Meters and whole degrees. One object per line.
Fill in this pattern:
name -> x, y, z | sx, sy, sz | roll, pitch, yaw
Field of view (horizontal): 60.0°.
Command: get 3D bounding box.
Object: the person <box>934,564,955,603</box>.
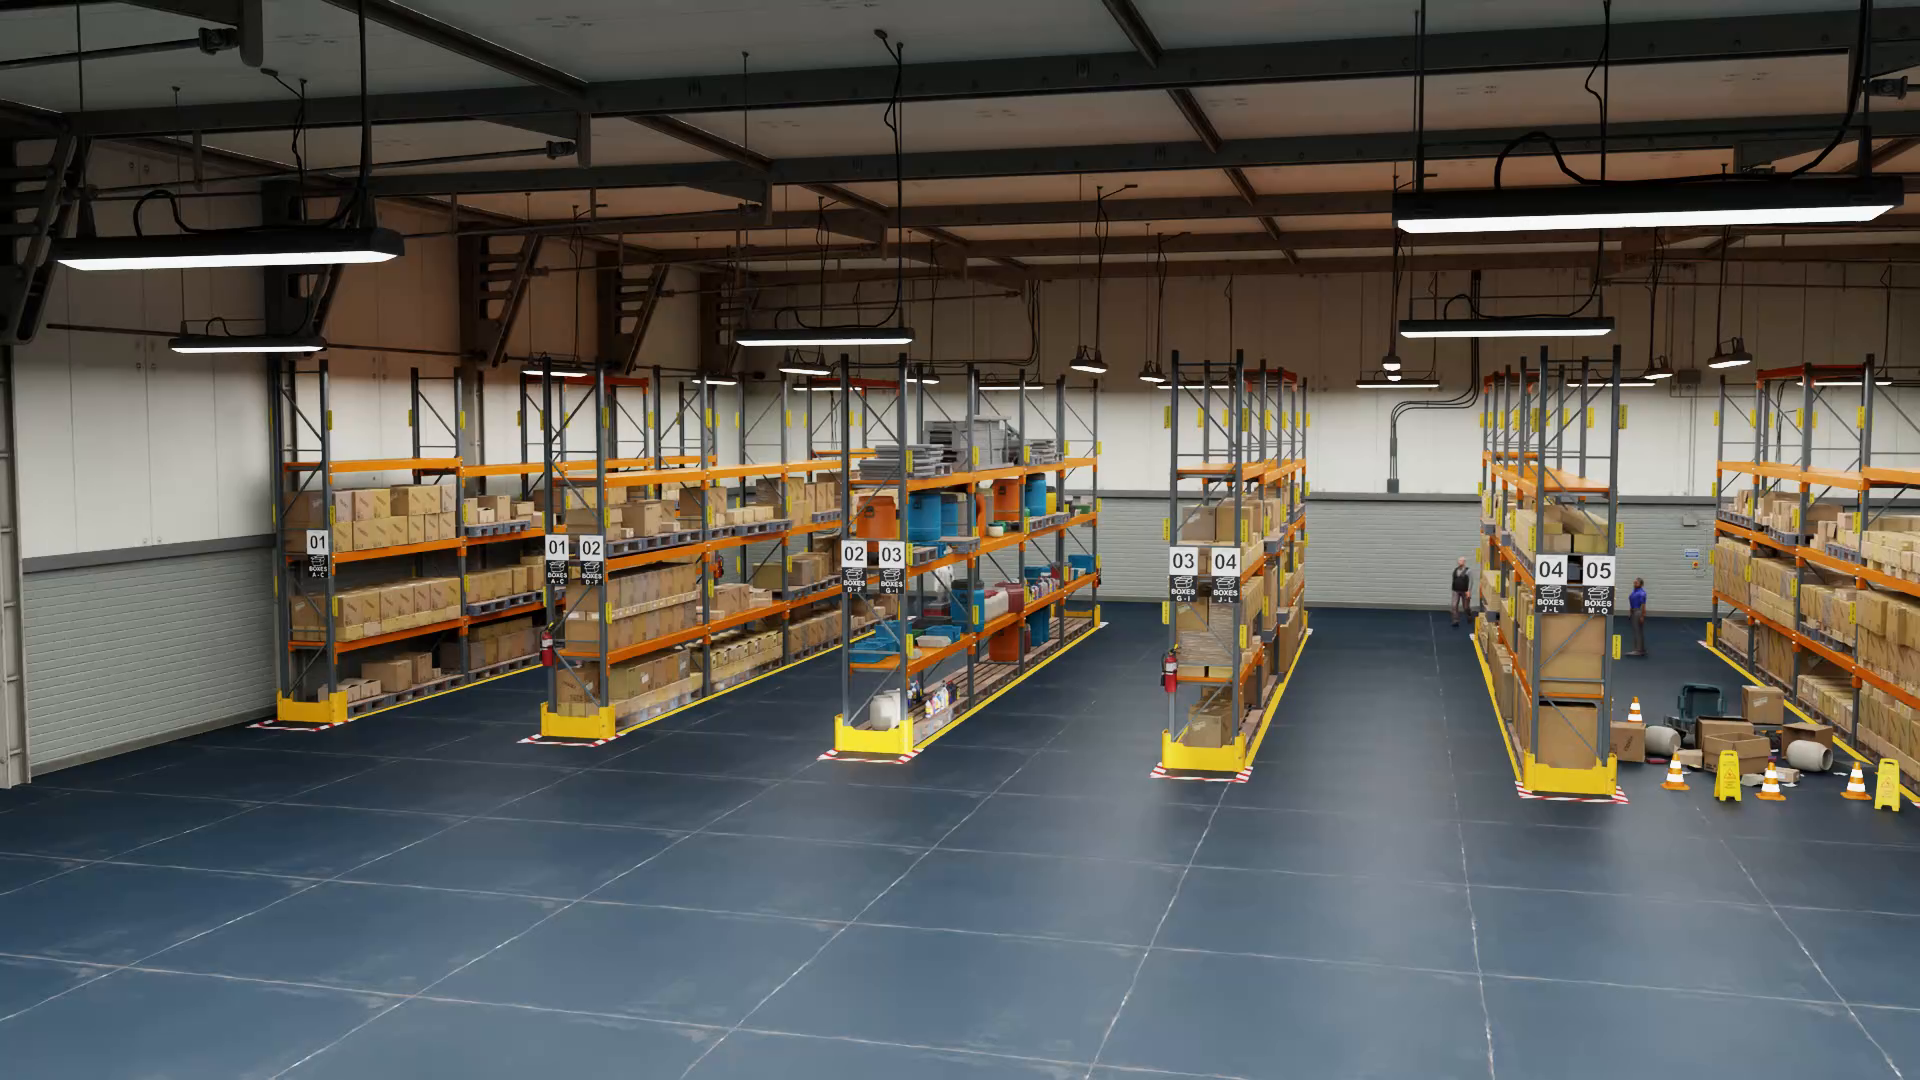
person -> -0.420, 1.141, 42.016 | 0.518, 1.661, 0.658 | -2, 4, -23

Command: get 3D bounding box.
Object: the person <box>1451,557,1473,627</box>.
person -> 12.171, 1.253, 40.299 | 0.564, 1.686, 0.799 | 3, 5, 34

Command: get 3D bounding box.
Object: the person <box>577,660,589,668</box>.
person -> -7.641, 1.795, 33.439 | 0.473, 1.712, 0.442 | -1, 4, -13

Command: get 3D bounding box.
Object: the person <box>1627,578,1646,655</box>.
person -> 14.468, 1.631, 35.501 | 0.404, 1.665, 0.483 | 1, 4, 18
